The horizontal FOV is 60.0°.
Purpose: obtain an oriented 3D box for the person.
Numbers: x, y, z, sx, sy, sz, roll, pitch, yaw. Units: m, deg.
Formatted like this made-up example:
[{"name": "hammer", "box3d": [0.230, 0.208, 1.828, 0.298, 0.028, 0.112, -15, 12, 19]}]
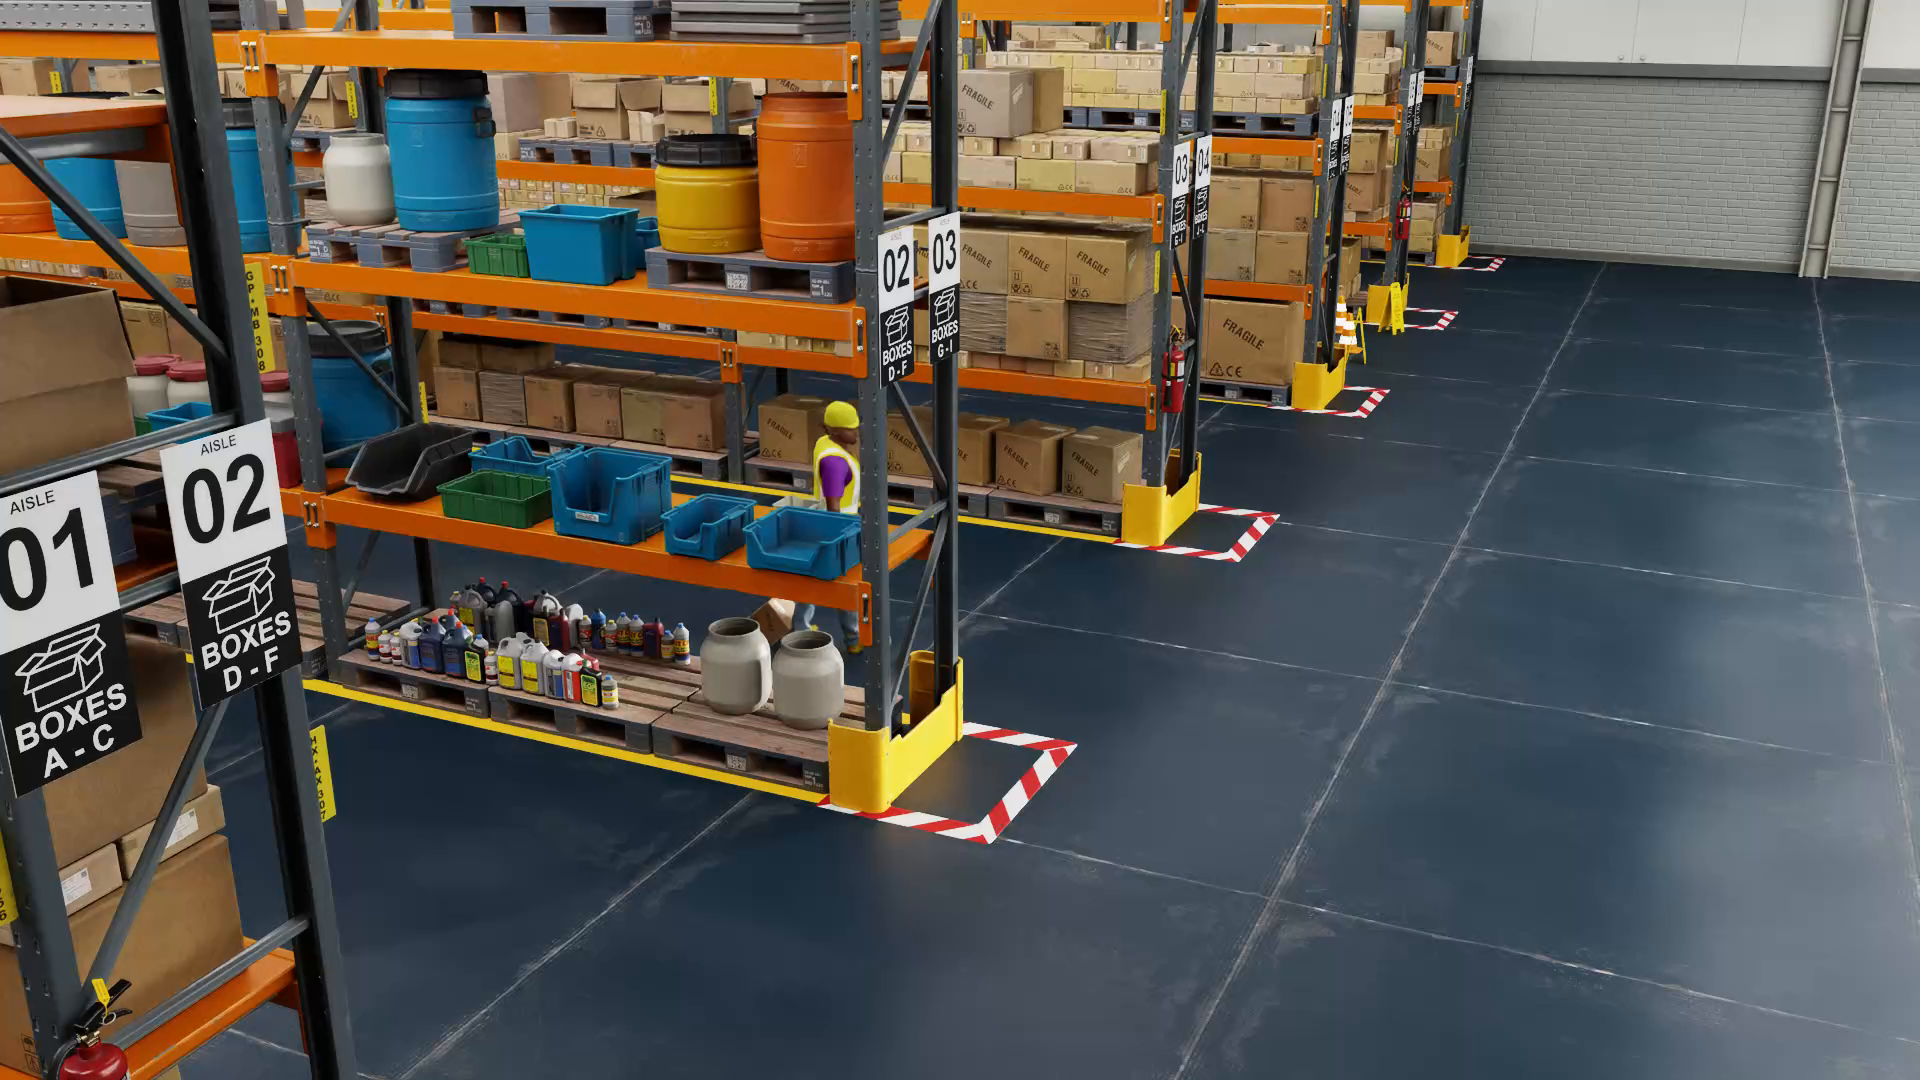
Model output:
[{"name": "person", "box3d": [-0.830, -0.080, 11.252, 0.668, 1.766, 0.609, -5, 19, -14]}]
